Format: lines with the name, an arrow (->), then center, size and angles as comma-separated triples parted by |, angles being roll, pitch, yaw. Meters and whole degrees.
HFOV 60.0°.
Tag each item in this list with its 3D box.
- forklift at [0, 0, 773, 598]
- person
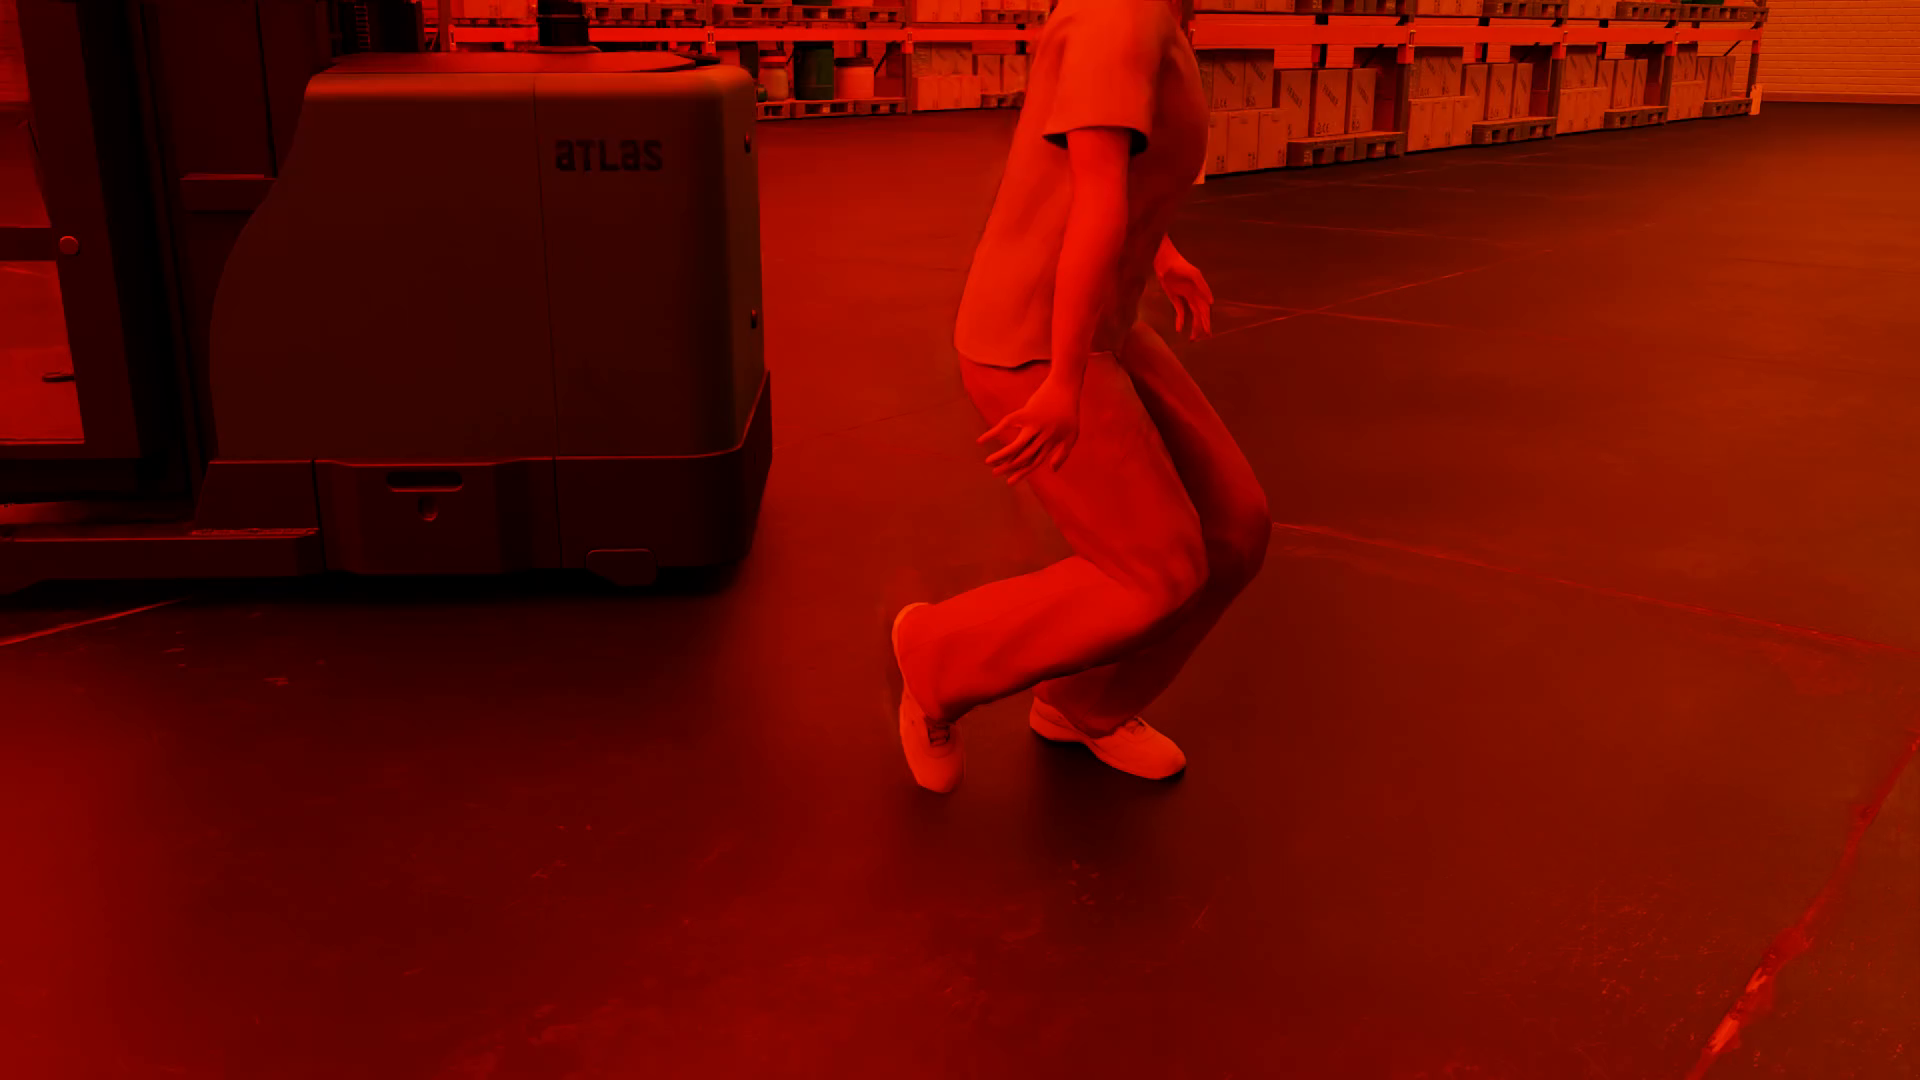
forklift -> -1.993, -1.411, 3.545 | 3.031, 2.935, 1.130 | -1, 17, -2
person -> 0.171, -0.308, 2.448 | 0.570, 1.483, 0.825 | 6, 18, 18
